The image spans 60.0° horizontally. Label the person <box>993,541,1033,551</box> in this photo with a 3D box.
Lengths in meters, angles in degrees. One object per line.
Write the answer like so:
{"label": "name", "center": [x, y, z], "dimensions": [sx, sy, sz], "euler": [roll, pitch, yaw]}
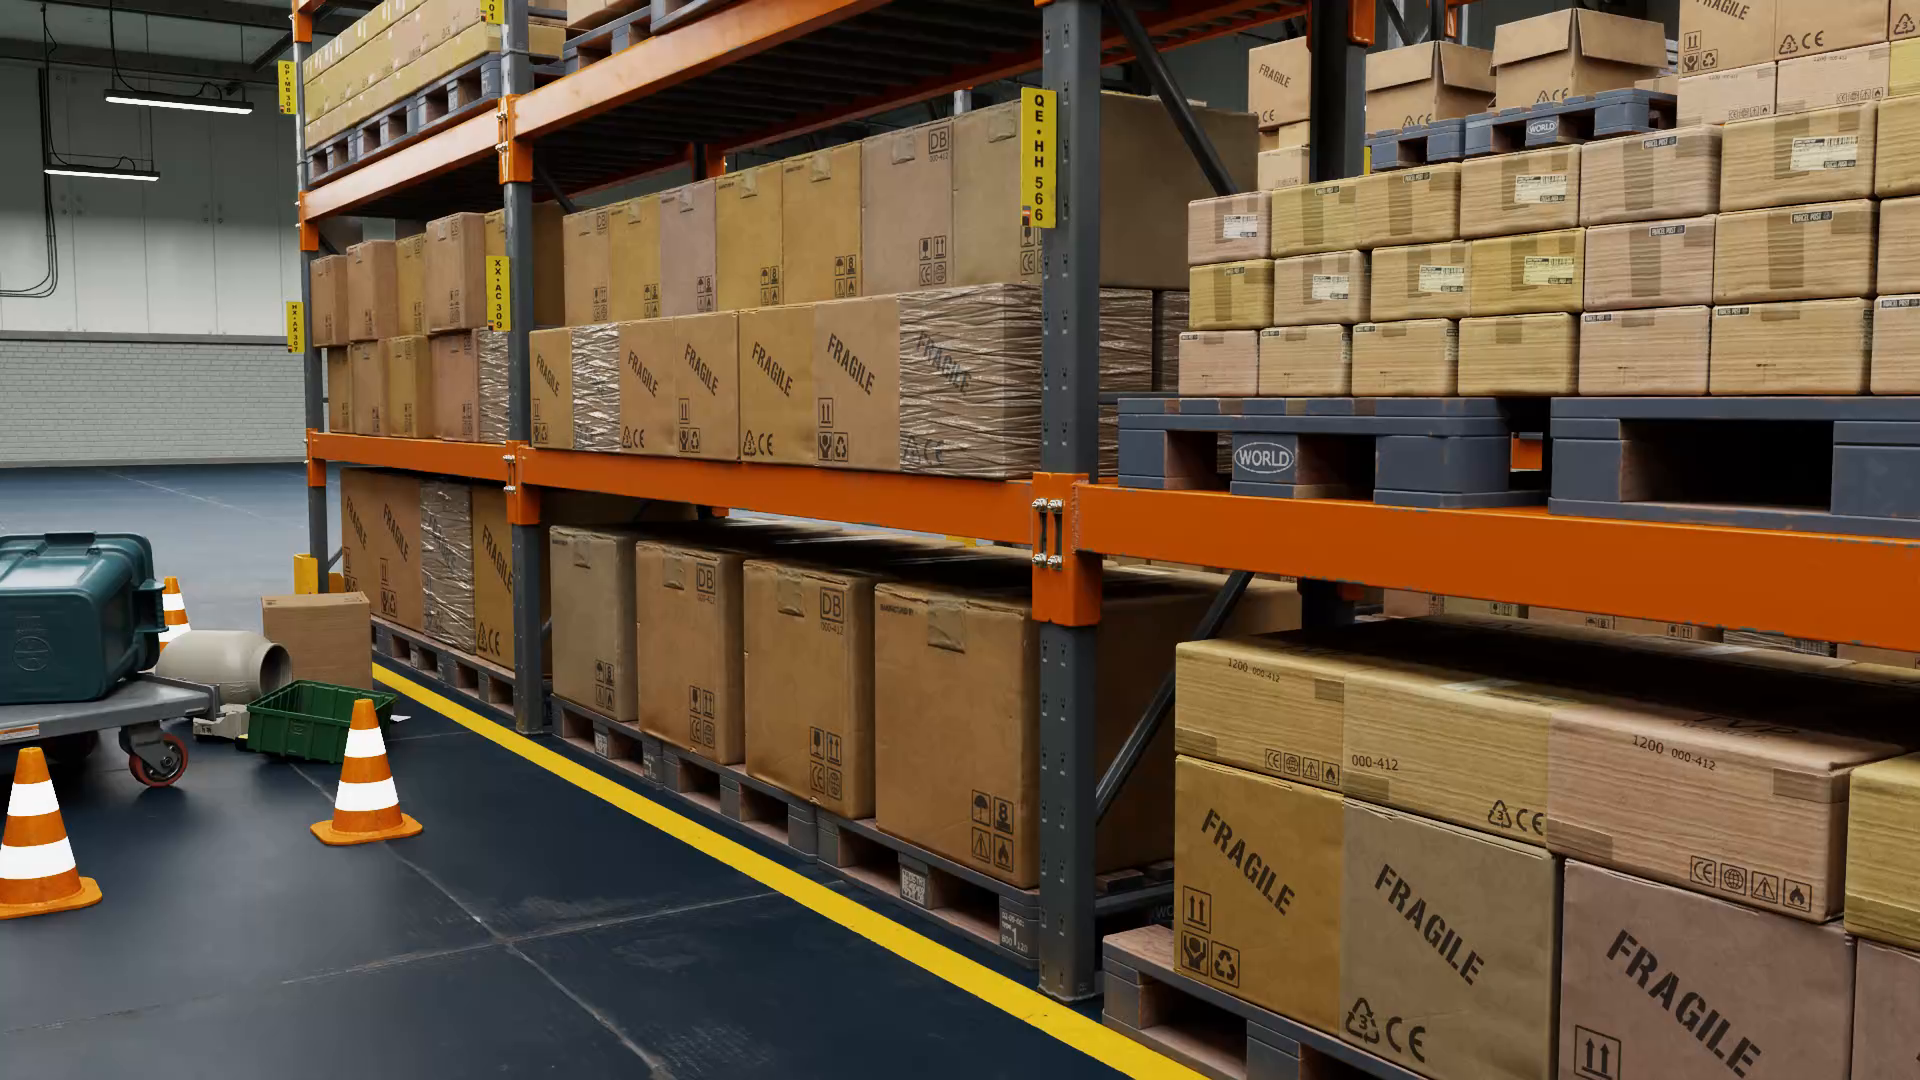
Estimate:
{"label": "person", "center": [0.337, -0.153, 9.886], "dimensions": [0.371, 1.663, 0.530], "euler": [-3, 6, -33]}
